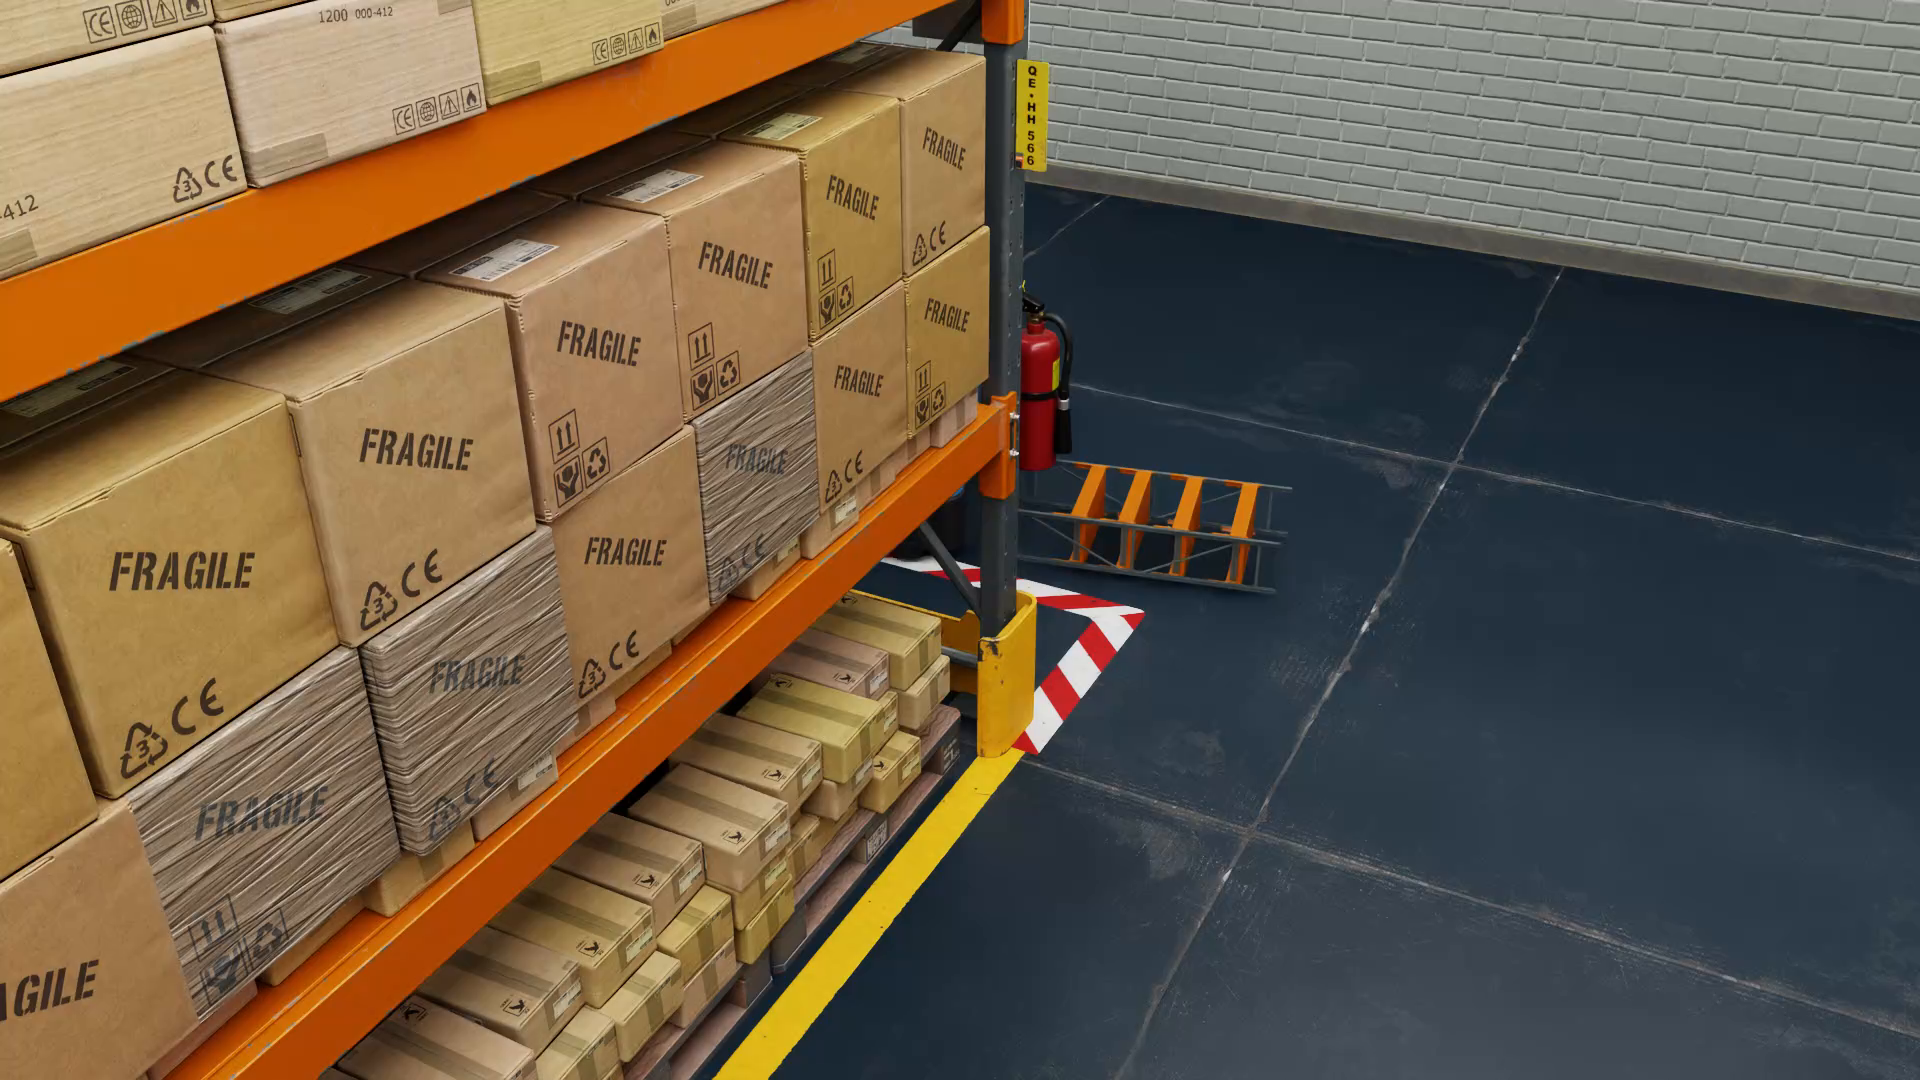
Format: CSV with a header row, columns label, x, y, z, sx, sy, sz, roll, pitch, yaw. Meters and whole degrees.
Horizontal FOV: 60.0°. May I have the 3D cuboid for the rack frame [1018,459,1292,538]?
label,x,y,z,sx,sy,sz,roll,pitch,yaw
rack frame,0.838,-0.194,7.293,1.200,0.240,0.015,8,31,13

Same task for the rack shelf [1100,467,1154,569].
label,x,y,z,sx,sy,sz,roll,pitch,yaw
rack shelf,0.710,-0.085,7.103,0.148,0.258,0.480,8,31,13

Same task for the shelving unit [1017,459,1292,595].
label,x,y,z,sx,sy,sz,roll,pitch,yaw
shelving unit,0.775,-0.077,7.088,1.200,0.258,0.503,8,31,13

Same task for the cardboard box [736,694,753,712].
label,x,y,z,sx,sy,sz,roll,pitch,yaw
cardboard box,-0.841,0.591,5.650,0.380,0.149,0.250,14,33,23

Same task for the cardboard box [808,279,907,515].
label,x,y,z,sx,sy,sz,roll,pitch,yaw
cardboard box,-0.485,-0.445,4.614,0.500,0.500,0.500,14,33,22

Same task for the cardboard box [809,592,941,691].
label,x,y,z,sx,sy,sz,roll,pitch,yaw
cardboard box,-0.286,0.331,5.506,0.380,0.149,0.250,15,33,24

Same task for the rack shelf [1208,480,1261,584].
label,x,y,z,sx,sy,sz,roll,pitch,yaw
rack shelf,1.155,-0.026,7.000,0.148,0.258,0.480,8,31,13

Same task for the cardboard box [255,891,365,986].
label,x,y,z,sx,sy,sz,roll,pitch,yaw
cardboard box,-1.417,0.693,3.284,0.380,0.149,0.250,13,32,21

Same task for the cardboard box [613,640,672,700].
label,x,y,z,sx,sy,sz,roll,pitch,yaw
cardboard box,-0.939,0.232,4.086,0.380,0.149,0.250,15,33,24

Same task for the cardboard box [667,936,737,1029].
label,x,y,z,sx,sy,sz,roll,pitch,yaw
cardboard box,-0.852,1.168,4.645,0.380,0.149,0.250,15,33,24

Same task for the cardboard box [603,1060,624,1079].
label,x,y,z,sx,sy,sz,roll,pitch,yaw
cardboard box,-1.086,1.397,4.247,0.380,0.149,0.250,13,32,22

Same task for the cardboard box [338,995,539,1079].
label,x,y,z,sx,sy,sz,roll,pitch,yaw
cardboard box,-1.215,1.259,3.889,0.380,0.149,0.250,15,33,24

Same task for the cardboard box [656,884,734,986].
label,x,y,z,sx,sy,sz,roll,pitch,yaw
cardboard box,-0.850,1.039,4.571,0.380,0.149,0.250,16,34,26

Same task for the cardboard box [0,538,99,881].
label,x,y,z,sx,sy,sz,roll,pitch,yaw
cardboard box,-1.670,0.265,2.374,0.500,0.500,0.500,15,33,24

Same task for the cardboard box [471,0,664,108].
label,x,y,z,sx,sy,sz,roll,pitch,yaw
cardboard box,-0.931,-1.047,3.199,0.500,0.250,0.500,16,33,25

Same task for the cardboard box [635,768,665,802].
label,x,y,z,sx,sy,sz,roll,pitch,yaw
cardboard box,-1.162,0.791,5.302,0.380,0.149,0.250,15,33,24

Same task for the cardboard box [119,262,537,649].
label,x,y,z,sx,sy,sz,roll,pitch,yaw
cardboard box,-1.191,-0.185,3.157,0.500,0.500,0.500,15,33,24

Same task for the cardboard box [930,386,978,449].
label,x,y,z,sx,sy,sz,roll,pitch,yaw
cardboard box,-0.167,-0.440,5.257,0.380,0.149,0.250,14,33,23

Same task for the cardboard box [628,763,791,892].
label,x,y,z,sx,sy,sz,roll,pitch,yaw
cardboard box,-0.704,0.805,4.680,0.380,0.149,0.250,16,33,25

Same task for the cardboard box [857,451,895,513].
label,x,y,z,sx,sy,sz,roll,pitch,yaw
cardboard box,-0.415,-0.224,4.880,0.380,0.149,0.250,14,33,23

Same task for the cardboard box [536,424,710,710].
label,x,y,z,sx,sy,sz,roll,pitch,yaw
cardboard box,-0.944,0.000,3.838,0.500,0.500,0.500,16,34,26

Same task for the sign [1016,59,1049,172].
label,x,y,z,sx,sy,sz,roll,pitch,yaw
sign,0.214,-1.262,4.956,0.100,0.325,0.005,14,33,23

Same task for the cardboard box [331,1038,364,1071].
label,x,y,z,sx,sy,sz,roll,pitch,yaw
cardboard box,-1.713,1.277,4.156,0.380,0.149,0.250,15,33,24

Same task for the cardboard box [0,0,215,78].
label,x,y,z,sx,sy,sz,roll,pitch,yaw
cardboard box,-1.429,-0.816,2.295,0.500,0.250,0.500,14,33,23

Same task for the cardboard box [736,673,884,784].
label,x,y,z,sx,sy,sz,roll,pitch,yaw
cardboard box,-0.457,0.573,5.084,0.380,0.149,0.250,14,33,22

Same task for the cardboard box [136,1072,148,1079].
label,x,y,z,sx,sy,sz,roll,pitch,yaw
cardboard box,-1.621,0.942,2.850,0.380,0.149,0.250,15,33,25

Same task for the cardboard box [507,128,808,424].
label,x,y,z,sx,sy,sz,roll,pitch,yaw
cardboard box,-0.717,-0.647,3.962,0.500,0.500,0.500,16,34,26

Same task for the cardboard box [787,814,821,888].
label,x,y,z,sx,sy,sz,roll,pitch,yaw
cardboard box,-0.650,0.924,5.070,0.380,0.149,0.250,15,33,24

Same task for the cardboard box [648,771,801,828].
label,x,y,z,sx,sy,sz,roll,pitch,yaw
cardboard box,-0.706,0.793,5.000,0.380,0.149,0.250,14,33,23

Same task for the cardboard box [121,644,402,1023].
label,x,y,z,sx,sy,sz,roll,pitch,yaw
cardboard box,-1.424,0.460,3.038,0.500,0.500,0.500,14,33,23

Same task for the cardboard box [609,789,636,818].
label,x,y,z,sx,sy,sz,roll,pitch,yaw
cardboard box,-1.195,0.807,4.975,0.380,0.149,0.250,13,32,21

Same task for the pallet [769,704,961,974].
label,x,y,z,sx,sy,sz,roll,pitch,yaw
pallet,-0.707,0.837,5.580,1.003,0.211,1.213,14,33,23

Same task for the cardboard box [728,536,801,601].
label,x,y,z,sx,sy,sz,roll,pitch,yaw
cardboard box,-0.657,0.005,4.482,0.380,0.149,0.250,13,32,21

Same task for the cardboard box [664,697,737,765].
label,x,y,z,sx,sy,sz,roll,pitch,yaw
cardboard box,-0.945,0.579,5.373,0.380,0.149,0.250,15,33,24

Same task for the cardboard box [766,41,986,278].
label,x,y,z,sx,sy,sz,roll,pitch,yaw
cardboard box,-0.258,-1.104,4.758,0.500,0.500,0.500,14,33,22

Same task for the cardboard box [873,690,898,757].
label,x,y,z,sx,sy,sz,roll,pitch,yaw
cardboard box,-0.424,0.570,5.388,0.380,0.149,0.250,14,33,22

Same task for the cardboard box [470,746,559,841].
label,x,y,z,sx,sy,sz,roll,pitch,yaw
cardboard box,-1.116,0.478,3.657,0.380,0.149,0.250,16,33,25

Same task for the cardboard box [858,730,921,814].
label,x,y,z,sx,sy,sz,roll,pitch,yaw
cardboard box,-0.352,0.714,5.435,0.380,0.149,0.250,15,33,25

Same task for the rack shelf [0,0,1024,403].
label,x,y,z,sx,sy,sz,roll,pitch,yaw
rack shelf,-1.182,-0.860,3.446,1.077,0.370,4.000,14,33,23

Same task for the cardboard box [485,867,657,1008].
label,x,y,z,sx,sy,sz,roll,pitch,yaw
cardboard box,-1.017,1.019,4.307,0.380,0.149,0.250,14,33,24

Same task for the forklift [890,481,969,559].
label,x,y,z,sx,sy,sz,roll,pitch,yaw
forklift,-1.478,-1.446,6.824,3.031,2.935,1.130,1,30,2

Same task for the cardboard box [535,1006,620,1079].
label,x,y,z,sx,sy,sz,roll,pitch,yaw
cardboard box,-1.085,1.271,4.167,0.380,0.149,0.250,14,33,23

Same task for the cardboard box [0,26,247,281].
label,x,y,z,sx,sy,sz,roll,pitch,yaw
cardboard box,-1.427,-0.590,2.403,0.500,0.250,0.500,14,33,23

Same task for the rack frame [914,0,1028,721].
label,x,y,z,sx,sy,sz,roll,pitch,yaw
rack frame,-0.271,-0.758,5.557,1.000,3.000,0.127,14,33,23
